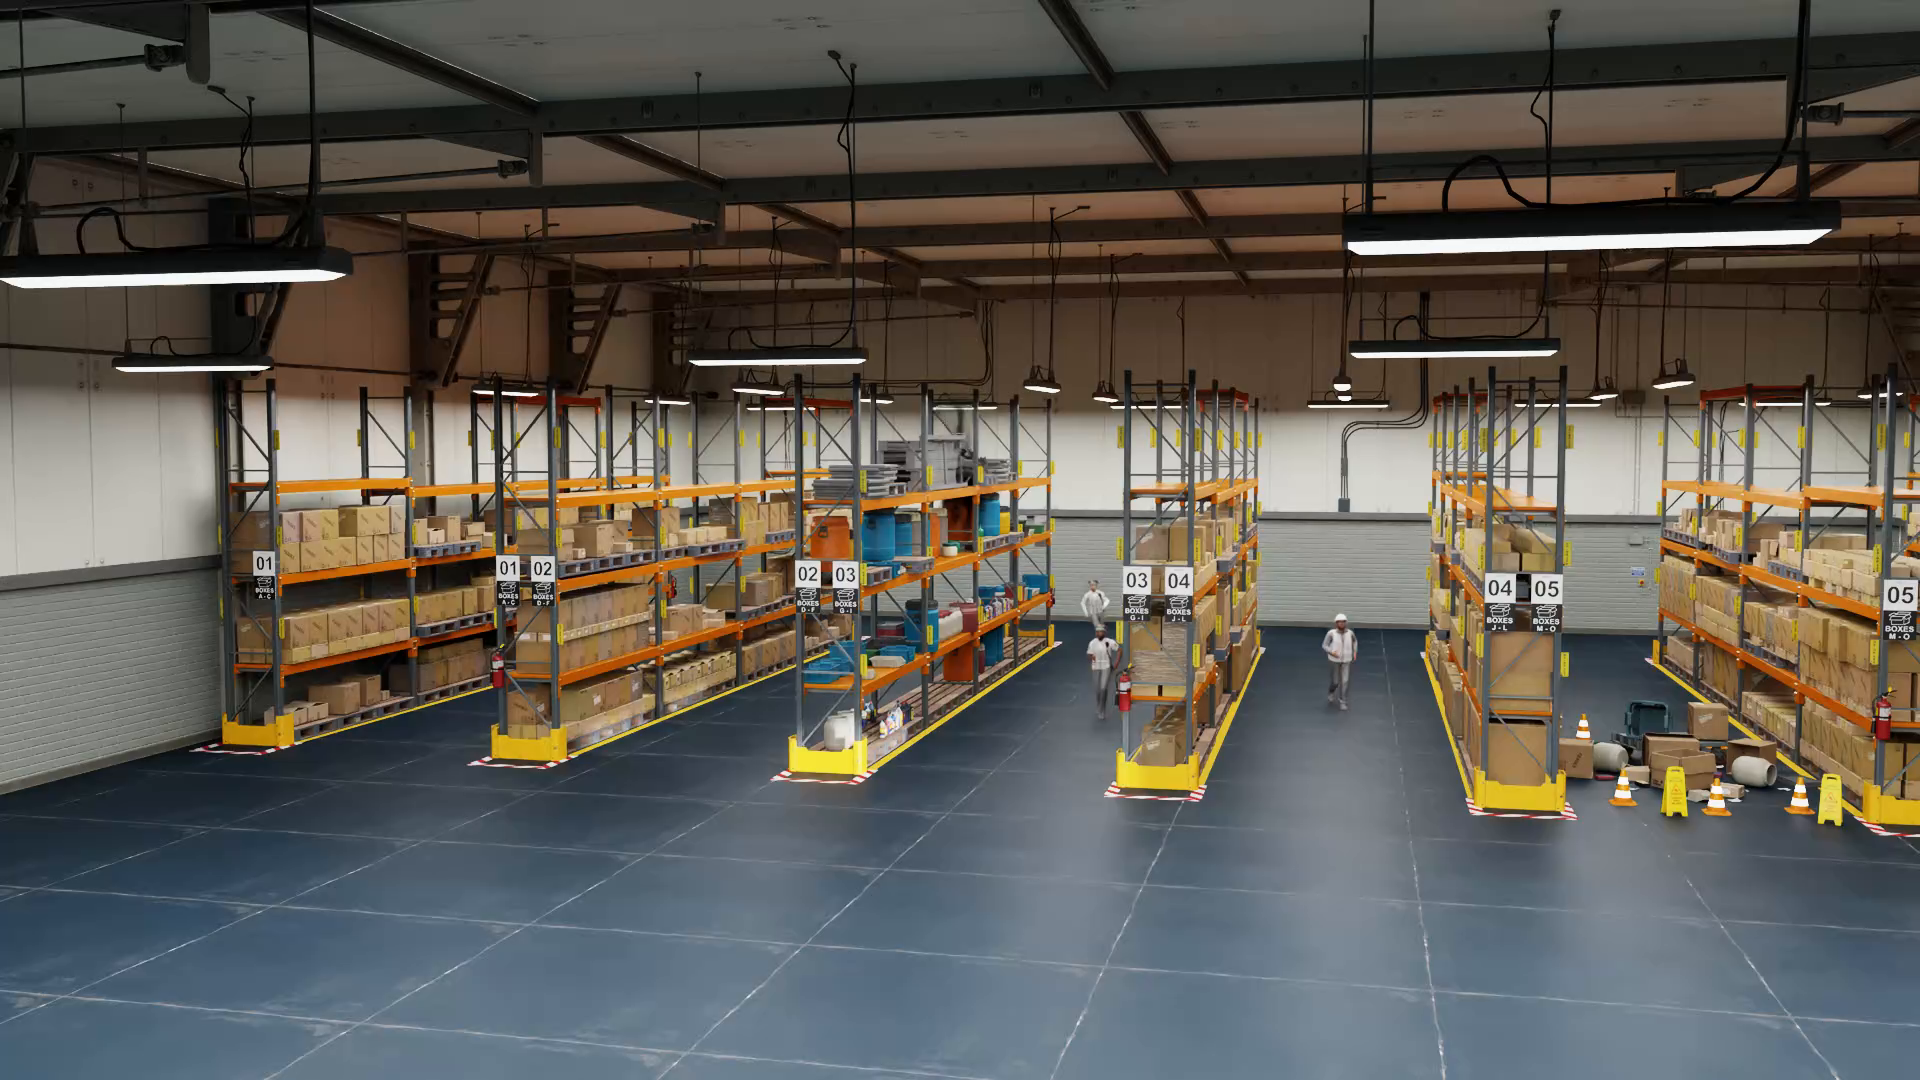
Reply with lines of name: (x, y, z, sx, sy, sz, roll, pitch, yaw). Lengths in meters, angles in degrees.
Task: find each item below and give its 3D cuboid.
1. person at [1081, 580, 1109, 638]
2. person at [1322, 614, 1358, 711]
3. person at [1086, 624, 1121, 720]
person: (3.255, 1.775, 39.933, 0.676, 1.657, 0.770, 0, 3, -4)
person: (7.110, 2.262, 31.085, 0.684, 1.775, 0.794, 0, 3, -1)
person: (2.580, 2.374, 30.066, 0.583, 1.736, 0.765, 1, 4, 20)
